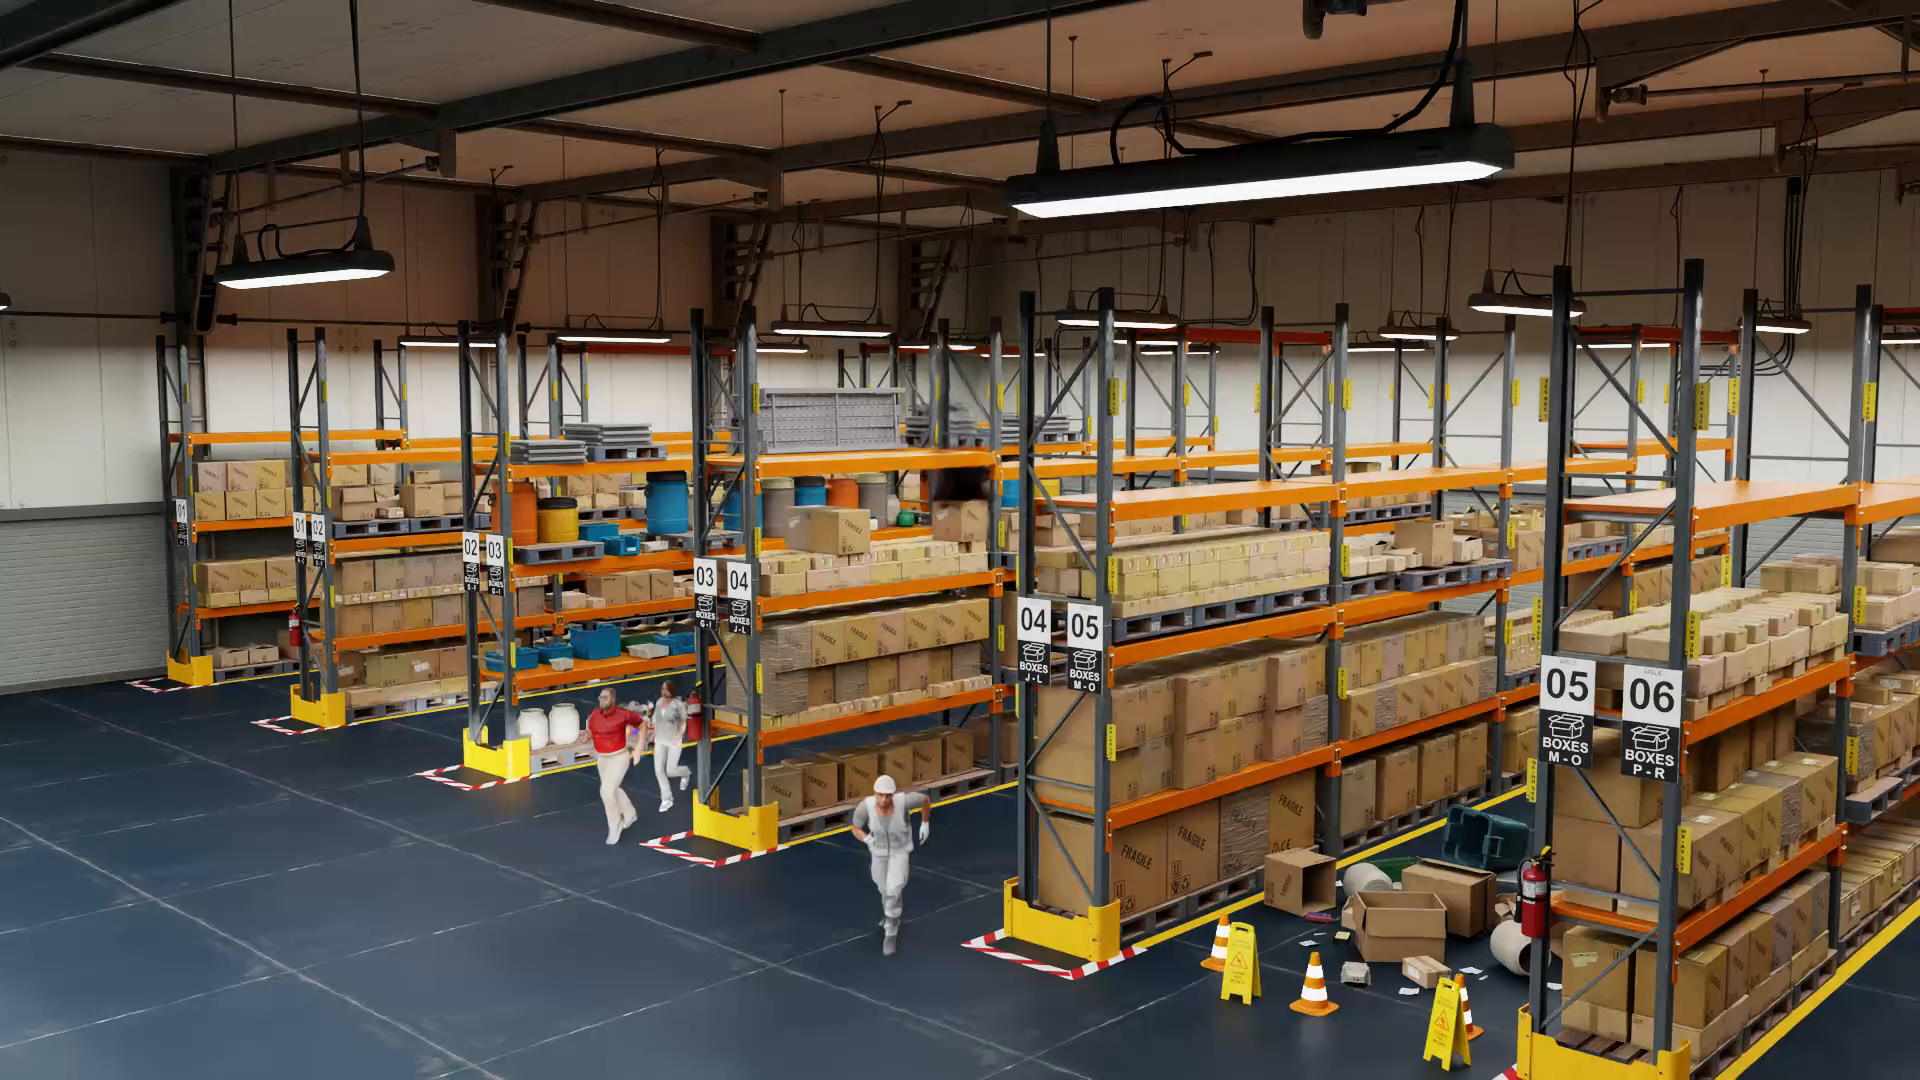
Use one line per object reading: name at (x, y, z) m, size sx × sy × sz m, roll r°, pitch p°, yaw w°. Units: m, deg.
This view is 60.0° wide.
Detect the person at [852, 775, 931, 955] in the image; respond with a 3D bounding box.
person at (-0.623, 2.926, 15.273) m, size 0.707 × 1.710 × 0.988 m, roll 0°, pitch 5°, yaw 4°

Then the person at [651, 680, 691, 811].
person at (-3.552, 2.488, 20.377) m, size 0.541 × 1.573 × 0.650 m, roll 2°, pitch 6°, yaw 17°

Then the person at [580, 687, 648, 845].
person at (-3.959, 2.546, 18.984) m, size 0.689 × 1.759 × 0.818 m, roll 3°, pitch 6°, yaw 31°
